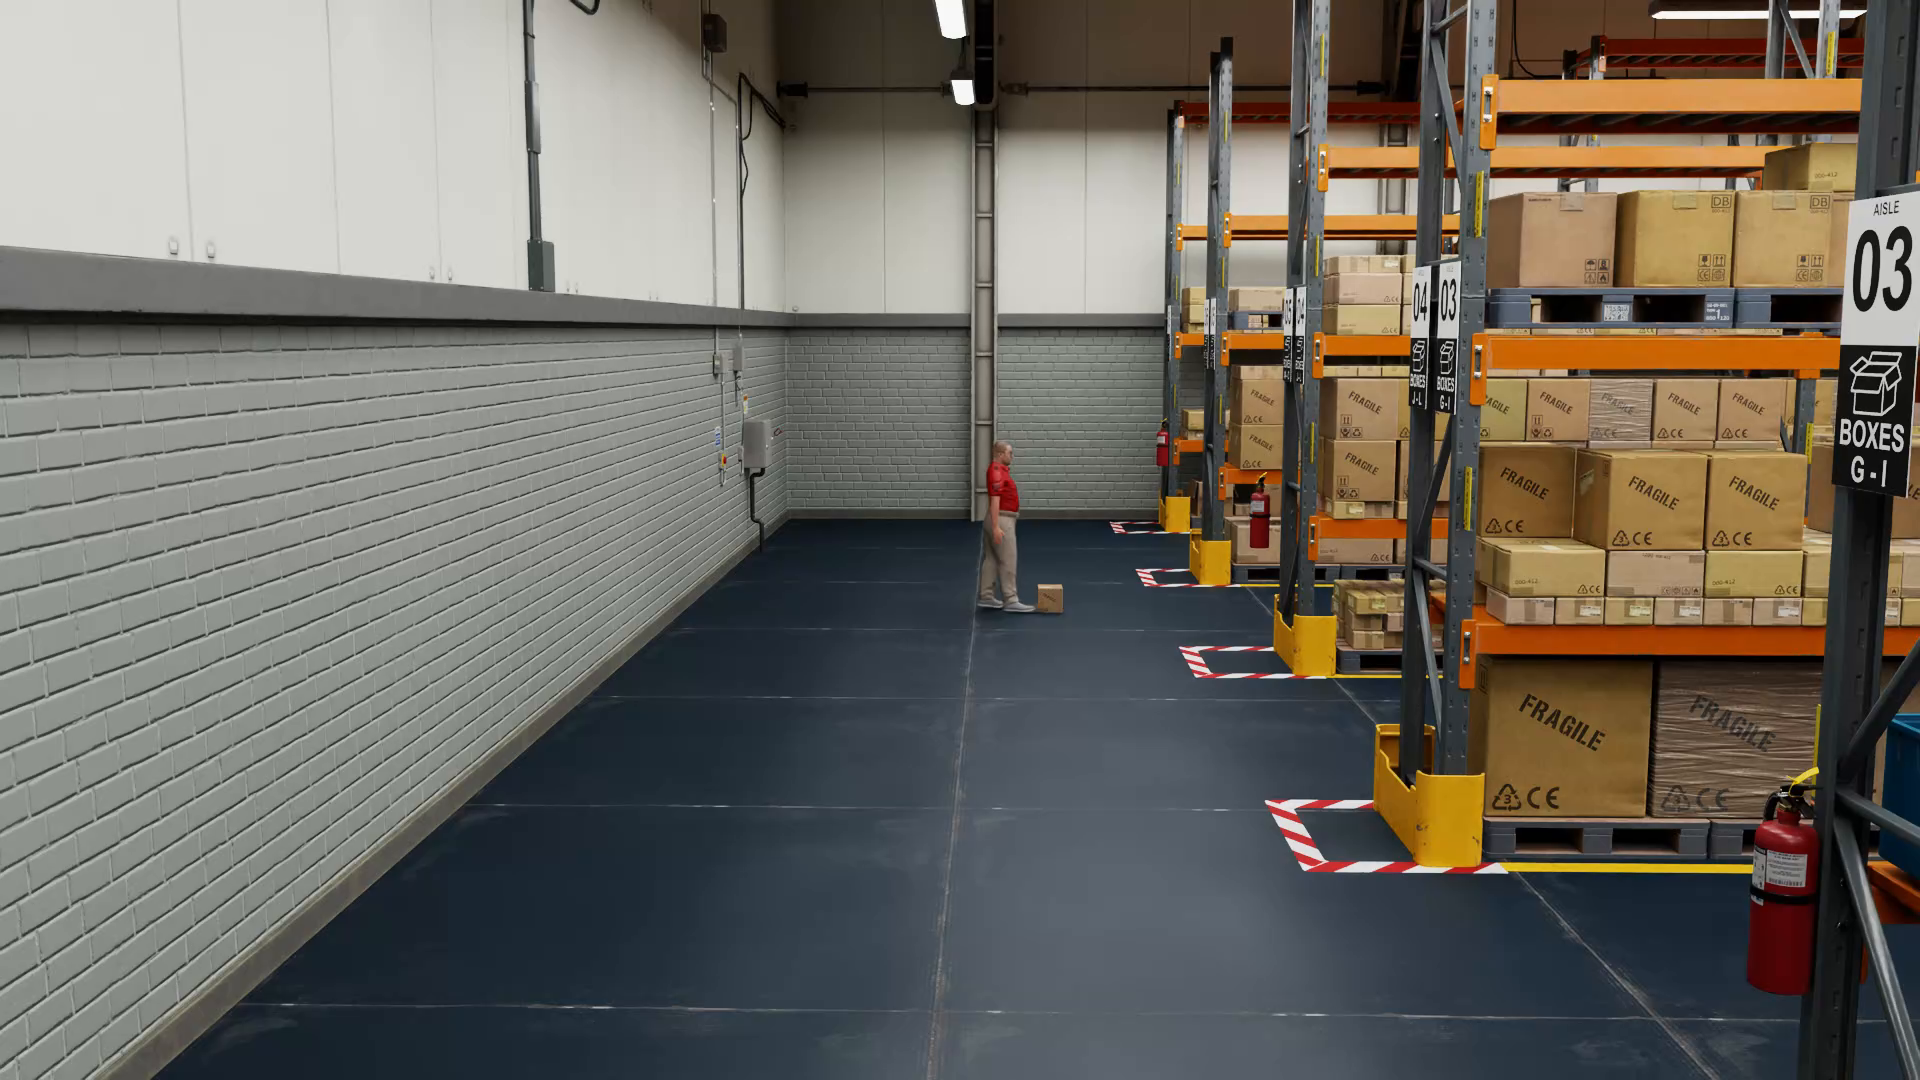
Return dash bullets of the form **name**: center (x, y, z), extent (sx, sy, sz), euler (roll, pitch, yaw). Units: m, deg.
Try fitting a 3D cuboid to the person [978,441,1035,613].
- **person**: center (0.469, -0.145, 16.905), extent (0.564, 1.728, 0.563), euler (-1, 7, -5)
